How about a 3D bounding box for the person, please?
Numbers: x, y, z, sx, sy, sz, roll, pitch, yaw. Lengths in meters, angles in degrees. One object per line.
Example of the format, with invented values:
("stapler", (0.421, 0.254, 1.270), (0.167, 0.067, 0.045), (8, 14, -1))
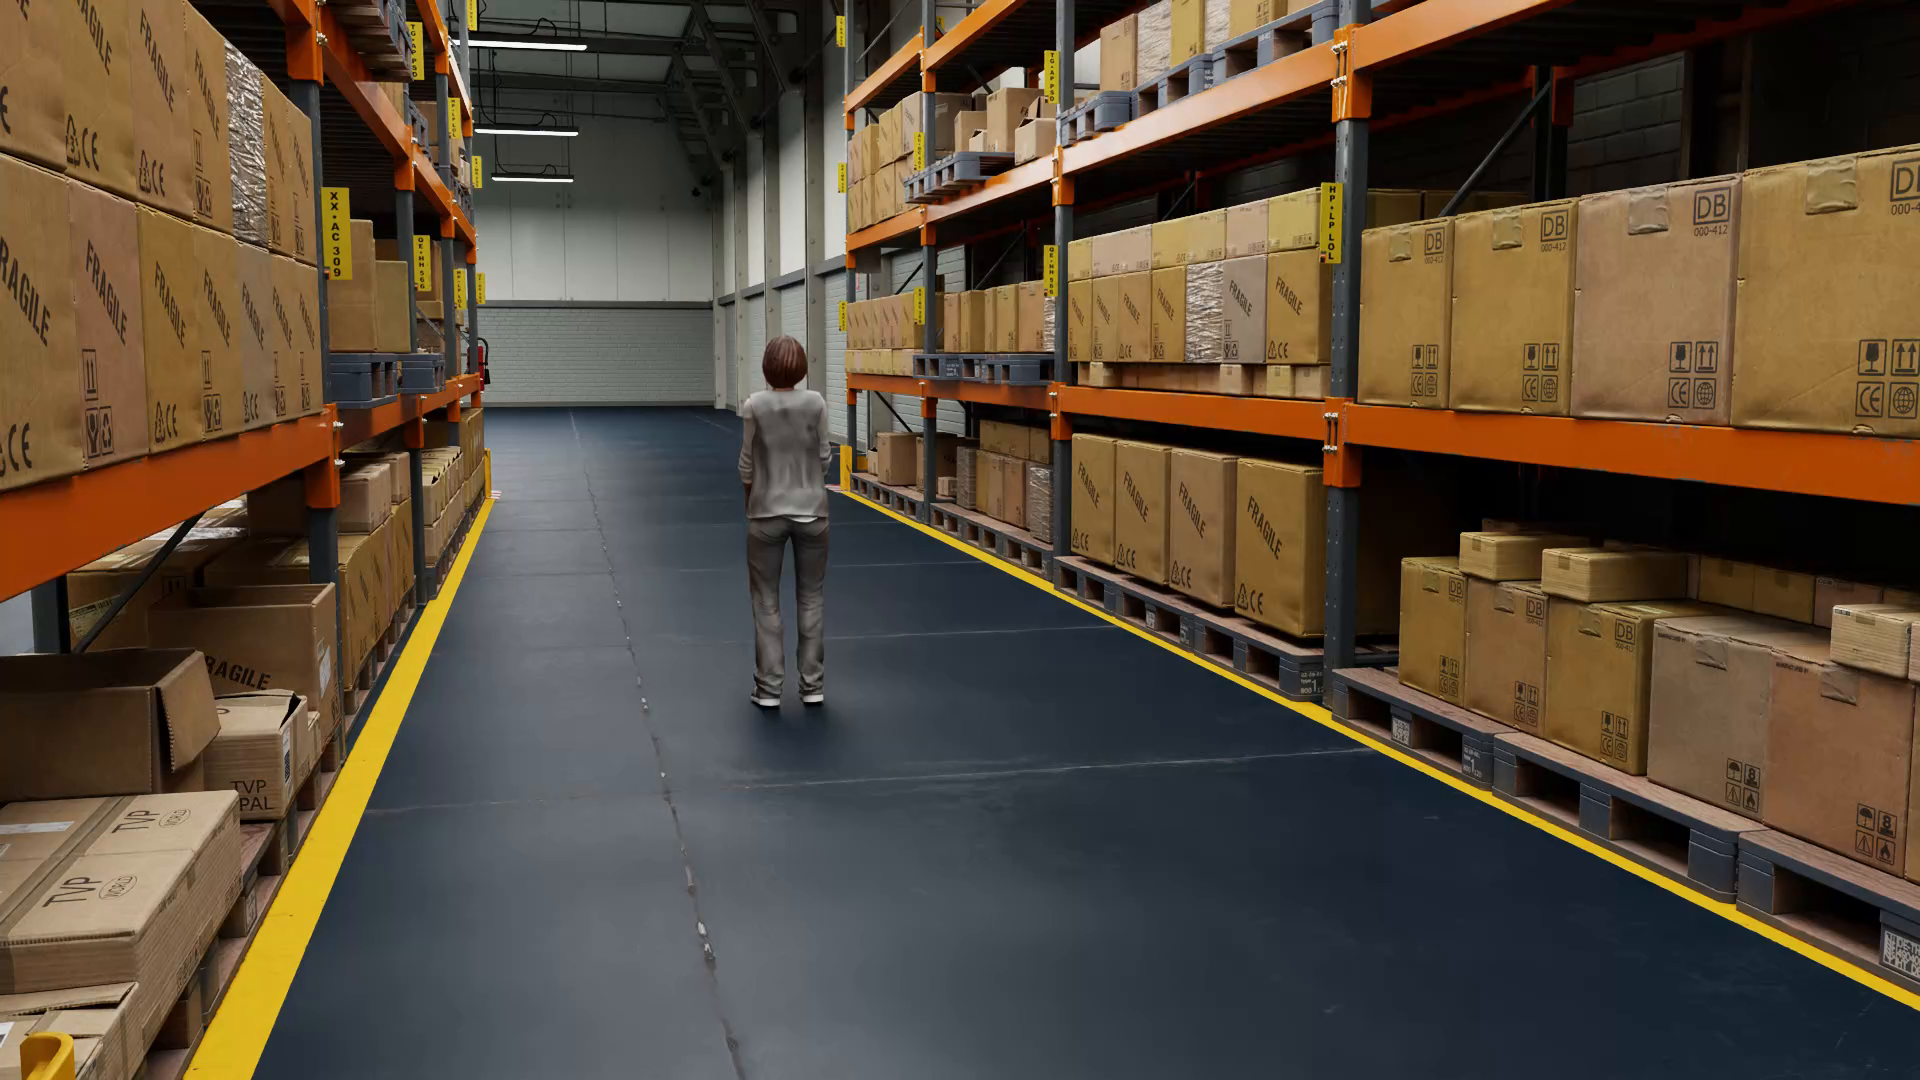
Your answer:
("person", (-0.754, -0.087, 7.189), (0.404, 1.591, 0.497), (-1, 6, -13))
